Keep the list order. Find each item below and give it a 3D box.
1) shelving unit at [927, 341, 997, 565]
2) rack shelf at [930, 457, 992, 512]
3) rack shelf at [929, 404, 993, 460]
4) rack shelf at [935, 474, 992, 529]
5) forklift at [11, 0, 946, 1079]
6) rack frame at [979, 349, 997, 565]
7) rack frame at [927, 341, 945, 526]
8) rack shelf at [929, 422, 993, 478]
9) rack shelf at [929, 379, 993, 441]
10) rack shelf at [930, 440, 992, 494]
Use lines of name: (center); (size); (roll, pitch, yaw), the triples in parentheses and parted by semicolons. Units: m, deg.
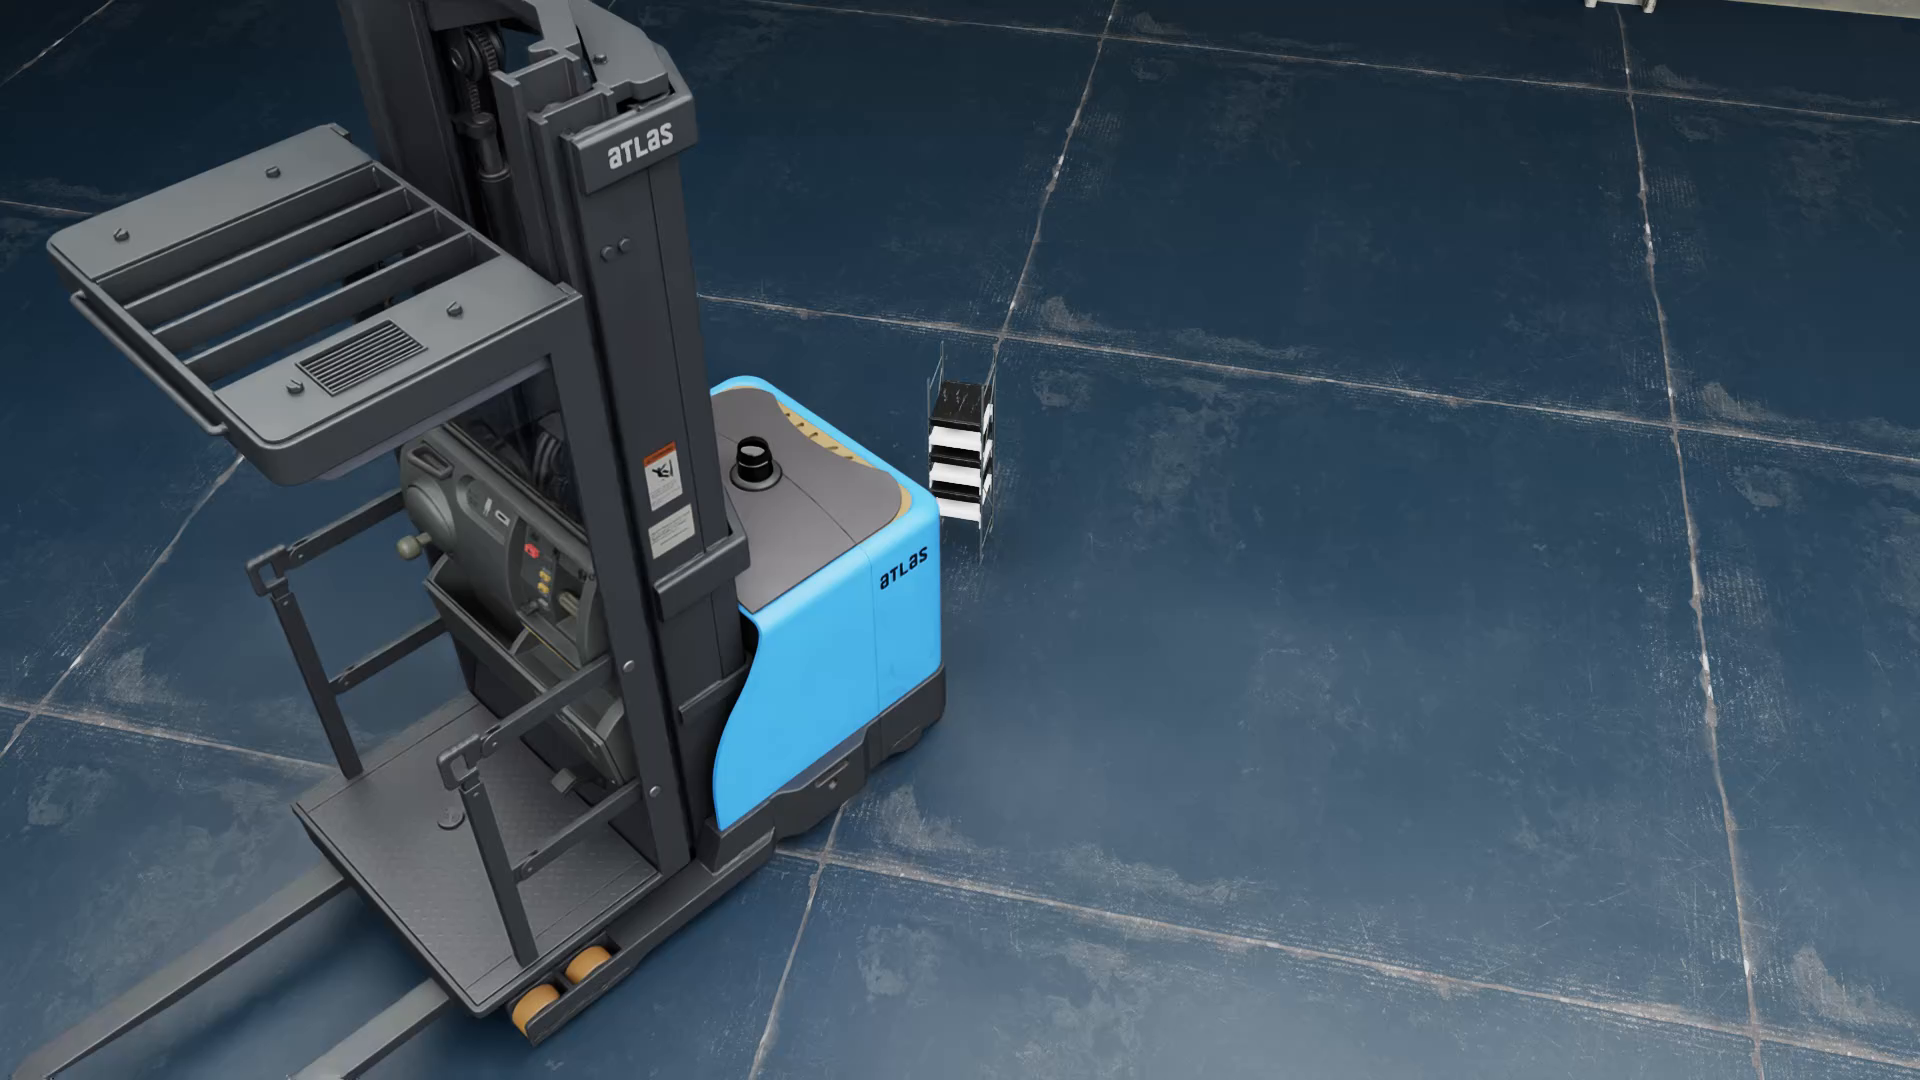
shelving unit: (0.008, -0.323, 6.437); (0.210, 0.900, 0.258); (9, 45, 9)
rack shelf: (0.008, -0.234, 6.522); (0.200, 0.077, 0.258); (9, 45, 9)
rack shelf: (0.008, -0.429, 6.335); (0.200, 0.077, 0.258); (9, 45, 9)
rack shelf: (0.008, -0.169, 6.585); (0.200, 0.077, 0.258); (9, 45, 9)
forklift: (-1.447, 0.076, 4.557); (1.130, 2.935, 3.031); (35, 54, 31)
rack frame: (0.107, -0.308, 6.421); (0.006, 0.900, 0.240); (9, 45, 9)
rack frame: (-0.091, -0.338, 6.453); (0.006, 0.900, 0.240); (9, 45, 9)
rack shelf: (0.008, -0.364, 6.397); (0.200, 0.077, 0.258); (9, 45, 9)
rack shelf: (0.008, -0.493, 6.273); (0.200, 0.077, 0.258); (9, 45, 9)
rack shelf: (0.008, -0.299, 6.460); (0.200, 0.077, 0.258); (9, 45, 9)
